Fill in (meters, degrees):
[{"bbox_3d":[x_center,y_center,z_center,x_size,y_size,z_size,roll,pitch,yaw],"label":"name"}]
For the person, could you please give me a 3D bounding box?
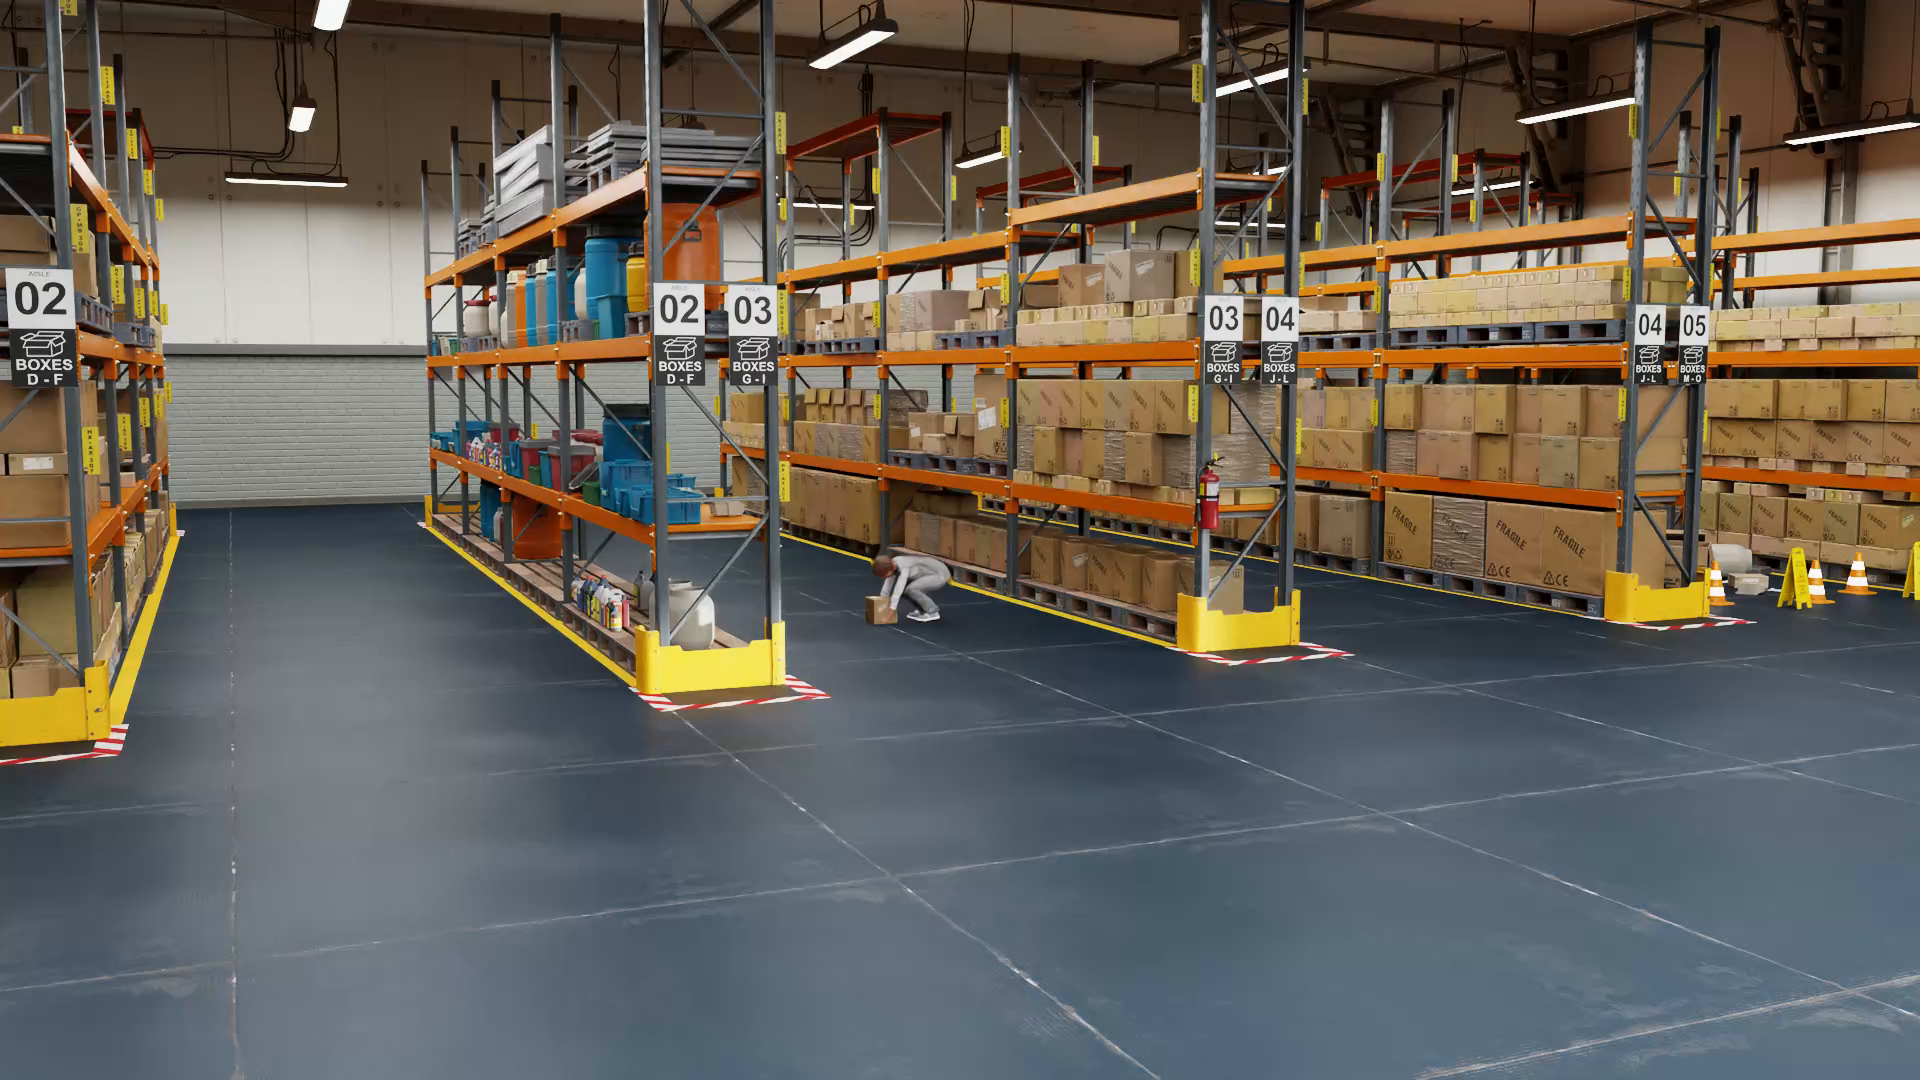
[{"bbox_3d":[-4.062,-3.016,25.500,24.670,6.022,19.451,-3,6,-25],"label":"person"}]
